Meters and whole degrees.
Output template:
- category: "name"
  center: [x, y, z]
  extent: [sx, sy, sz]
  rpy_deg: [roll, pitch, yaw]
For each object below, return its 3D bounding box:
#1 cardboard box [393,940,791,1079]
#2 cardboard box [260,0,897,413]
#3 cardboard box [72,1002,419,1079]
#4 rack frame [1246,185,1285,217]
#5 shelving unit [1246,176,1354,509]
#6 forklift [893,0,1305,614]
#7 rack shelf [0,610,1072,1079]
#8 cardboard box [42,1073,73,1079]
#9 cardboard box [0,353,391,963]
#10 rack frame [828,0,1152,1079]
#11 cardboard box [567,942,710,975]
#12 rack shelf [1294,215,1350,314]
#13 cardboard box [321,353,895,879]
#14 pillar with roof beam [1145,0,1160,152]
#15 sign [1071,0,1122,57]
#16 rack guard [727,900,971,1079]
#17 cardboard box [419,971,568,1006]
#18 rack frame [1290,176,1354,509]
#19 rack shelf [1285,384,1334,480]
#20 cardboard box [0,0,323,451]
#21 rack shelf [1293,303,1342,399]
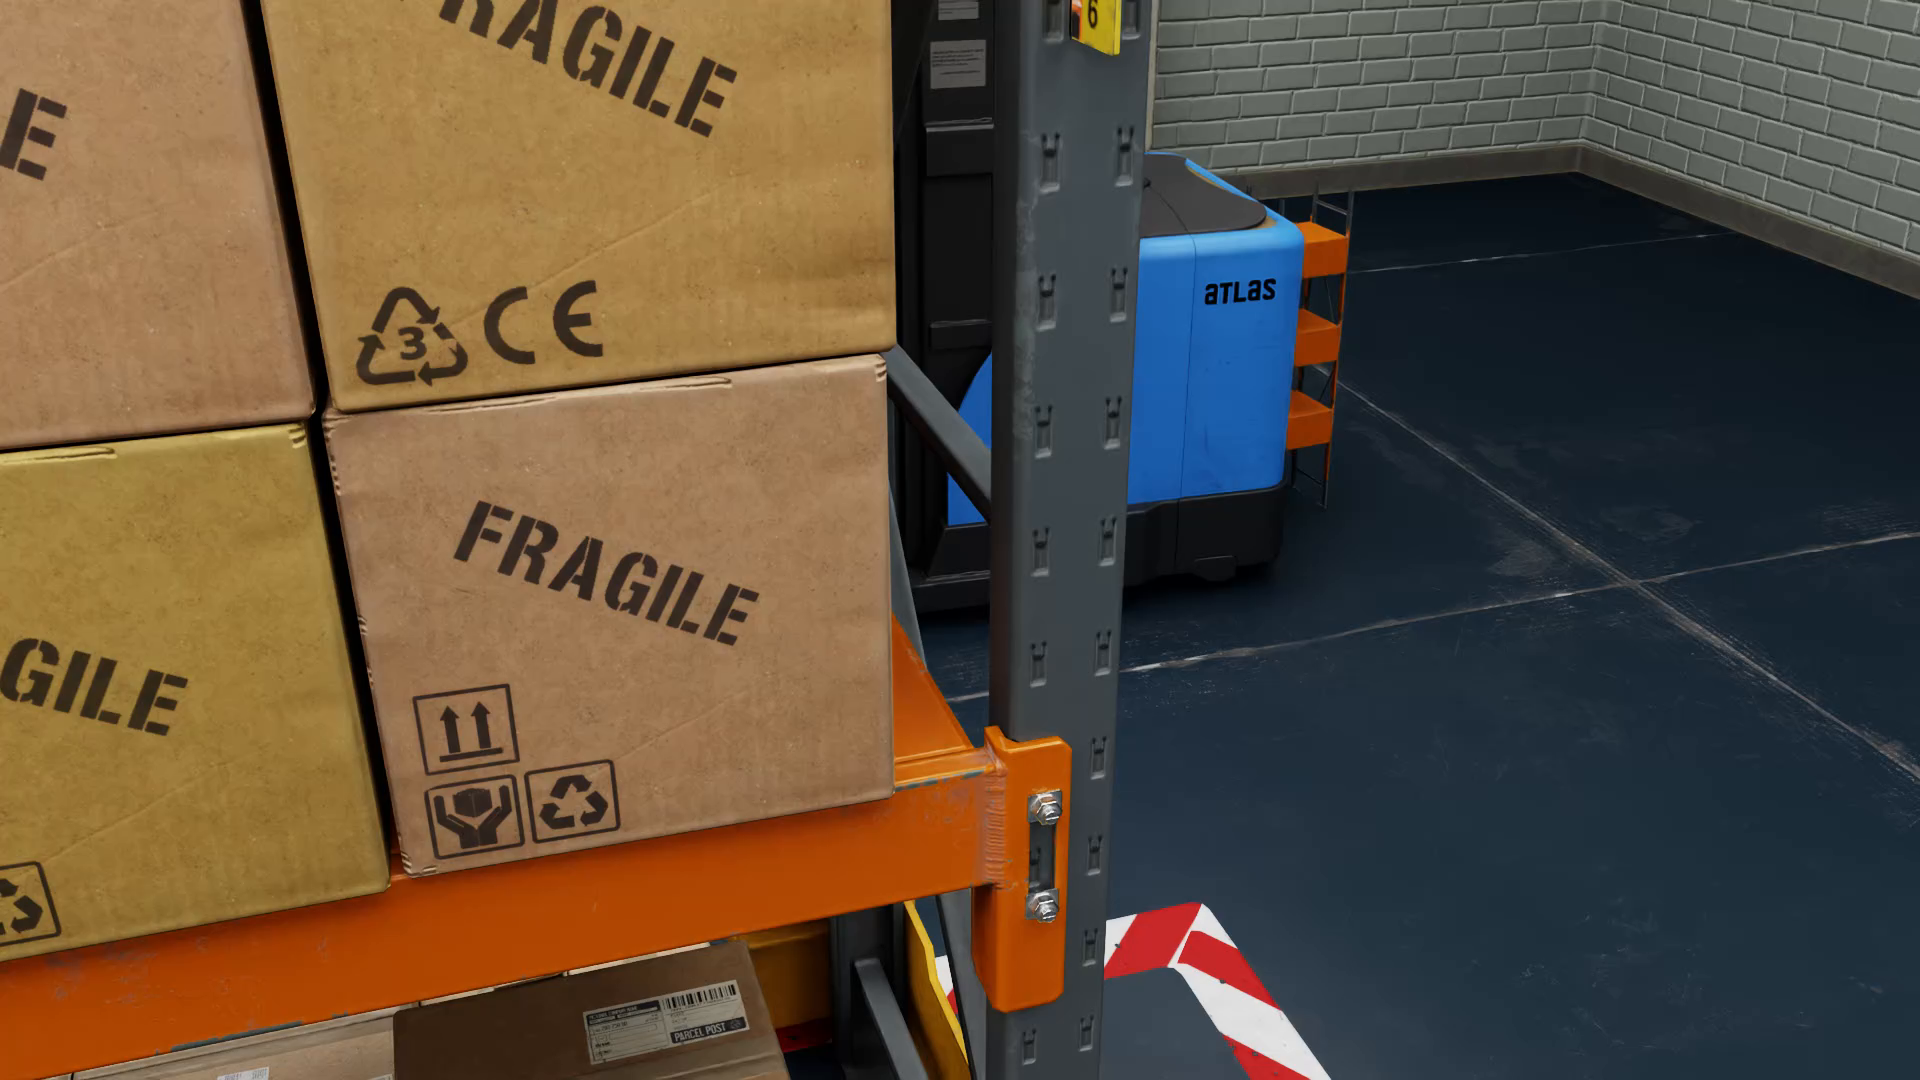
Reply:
- category: "cardboard box"
  center: [-0.476, 0.948, 2.284]
  extent: [0.500, 0.500, 0.500]
  rpy_deg: [-8, 28, -16]
- category: "cardboard box"
  center: [-0.374, -0.469, 1.584]
  extent: [0.500, 0.500, 0.500]
  rpy_deg: [-8, 28, -17]
- category: "cardboard box"
  center: [-1.116, 0.905, 2.652]
  extent: [0.500, 0.250, 0.500]
  rpy_deg: [-8, 28, -16]
- category: "rack frame"
  center: [0.924, -0.569, 5.212]
  extent: [0.008, 1.050, 0.200]
  rpy_deg: [-11, 28, -20]
- category: "shelving unit"
  center: [1.036, -0.591, 5.254]
  extent: [0.252, 1.050, 0.215]
  rpy_deg: [-11, 28, -20]
- category: "forklift"
  center: [-0.604, -1.240, 4.451]
  extent: [3.031, 2.935, 1.130]
  rpy_deg: [-7, 27, -14]
- category: "rack shelf"
  center: [-1.937, 0.444, 1.791]
  extent: [4.000, 0.370, 1.077]
  rpy_deg: [-8, 28, -16]
- category: "cardboard box"
  center: [-1.591, 0.973, 2.513]
  extent: [0.500, 0.250, 0.500]
  rpy_deg: [-8, 28, -16]
- category: "cardboard box"
  center: [-0.869, 0.051, 1.661]
  extent: [0.500, 0.500, 0.500]
  rpy_deg: [-8, 28, -16]
- category: "rack frame"
  center: [-0.036, -0.154, 2.186]
  extent: [0.127, 3.000, 1.000]
  rpy_deg: [-8, 28, -16]
- category: "cardboard box"
  center: [-0.540, 0.839, 2.899]
  extent: [0.250, 0.149, 0.380]
  rpy_deg: [-8, 28, -16]
- category: "rack shelf"
  center: [1.032, -0.837, 5.135]
  extent: [0.240, 0.259, 0.215]
  rpy_deg: [-11, 28, -20]
- category: "cardboard box"
  center: [-0.377, -0.022, 1.808]
  extent: [0.500, 0.500, 0.500]
  rpy_deg: [-7, 27, -15]
- category: "pillar with roof beam"
  center: [2.059, -3.852, 2.889]
  extent: [0.400, 9.000, 9.100]
  rpy_deg: [-8, 28, -16]
- category: "sign"
  center: [0.117, -0.576, 1.380]
  extent: [0.005, 0.325, 0.100]
  rpy_deg: [-8, 28, -16]
- category: "rack guard"
  center: [-0.108, 0.976, 2.721]
  extent: [0.348, 0.500, 1.175]
  rpy_deg: [-8, 28, -16]
- category: "cardboard box"
  center: [-0.778, 0.865, 2.826]
  extent: [0.250, 0.166, 0.380]
  rpy_deg: [-8, 28, -16]
- category: "rack frame"
  center: [1.148, -0.614, 5.296]
  extent: [0.008, 1.050, 0.200]
  rpy_deg: [-11, 28, -20]
- category: "rack shelf"
  center: [1.040, -0.332, 5.380]
  extent: [0.240, 0.259, 0.215]
  rpy_deg: [-11, 28, -20]
- category: "cardboard box"
  center: [-0.854, -0.399, 1.443]
  extent: [0.500, 0.500, 0.500]
  rpy_deg: [-7, 27, -15]
- category: "rack shelf"
  center: [1.036, -0.582, 5.259]
  extent: [0.240, 0.259, 0.215]
  rpy_deg: [-11, 28, -20]
